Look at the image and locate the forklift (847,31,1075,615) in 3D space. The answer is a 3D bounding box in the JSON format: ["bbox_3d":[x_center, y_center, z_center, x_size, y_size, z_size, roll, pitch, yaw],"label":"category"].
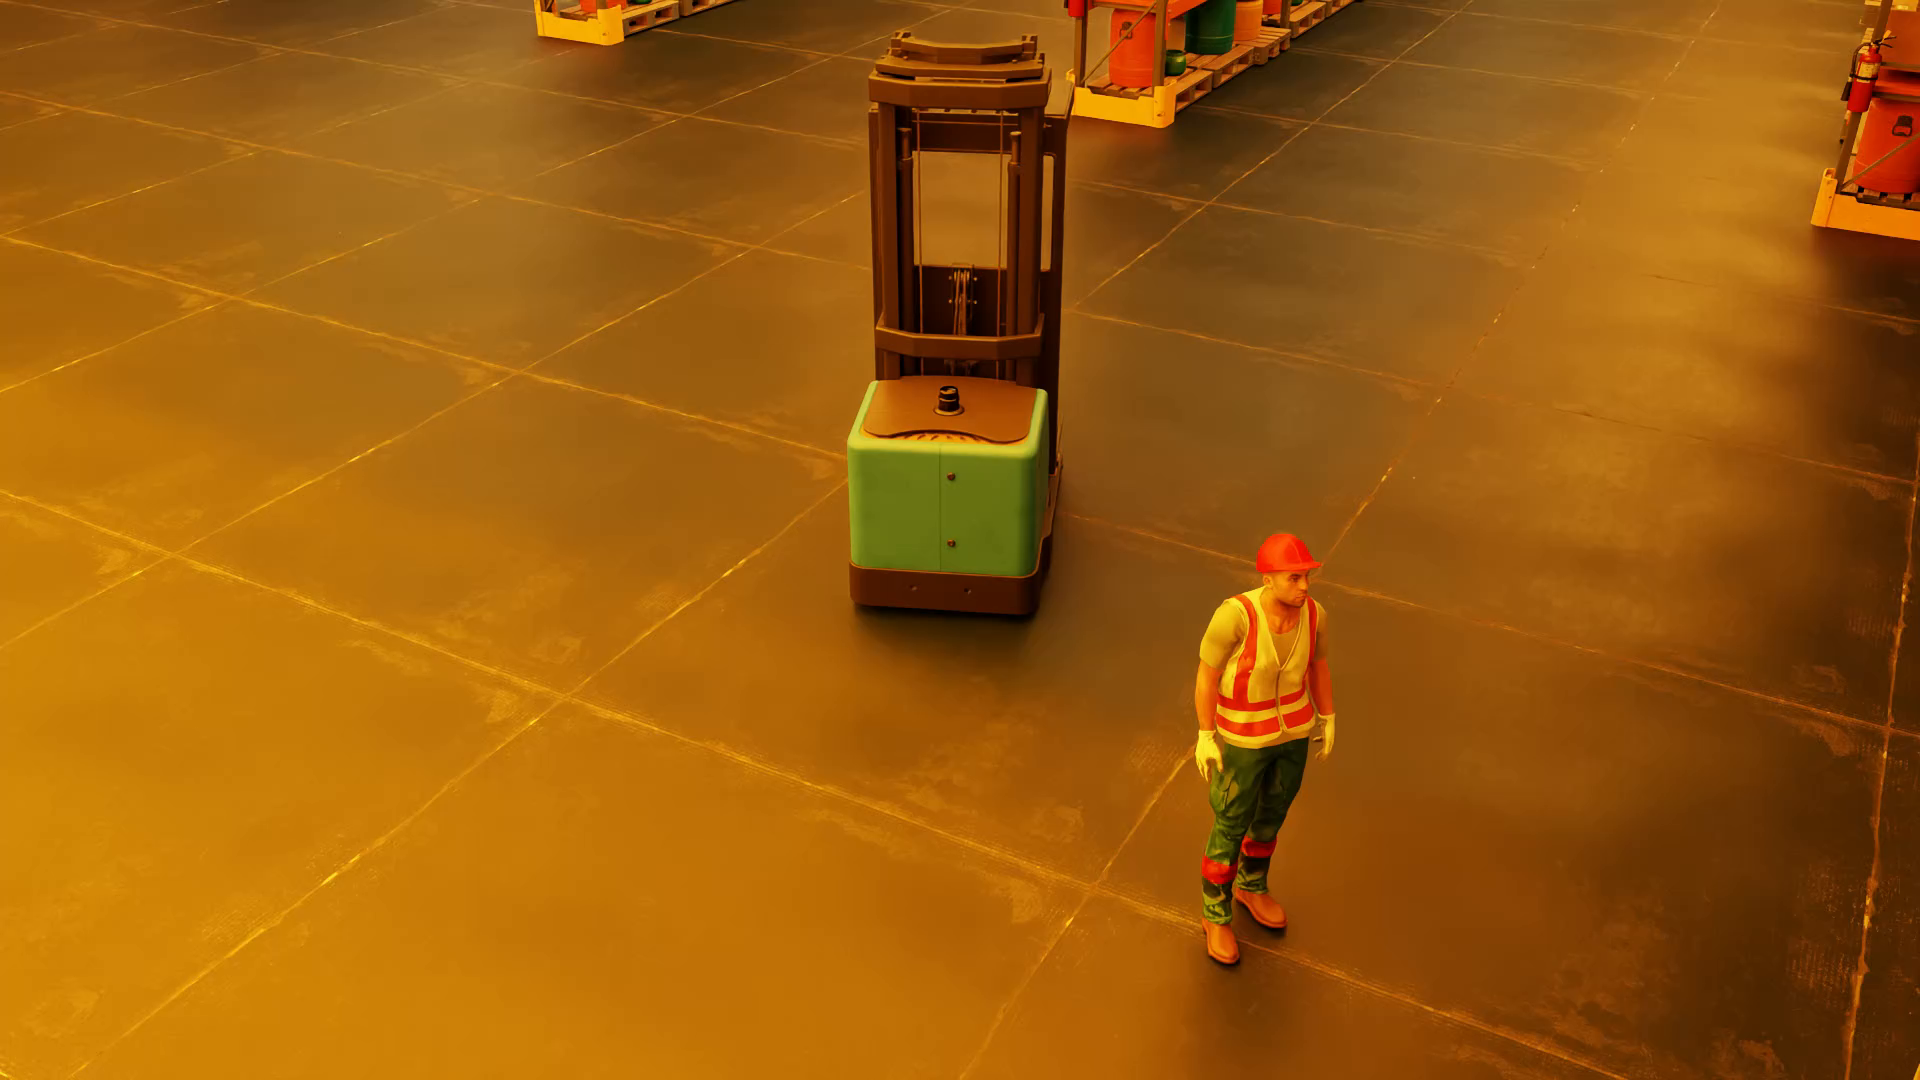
[{"bbox_3d":[0.072,-1.572,9.794,1.130,2.935,3.031,3,30,6],"label":"forklift"}]

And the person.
[{"bbox_3d":[1.269,0.831,6.760,0.638,1.787,0.564,-10,32,-17],"label":"person"}]
